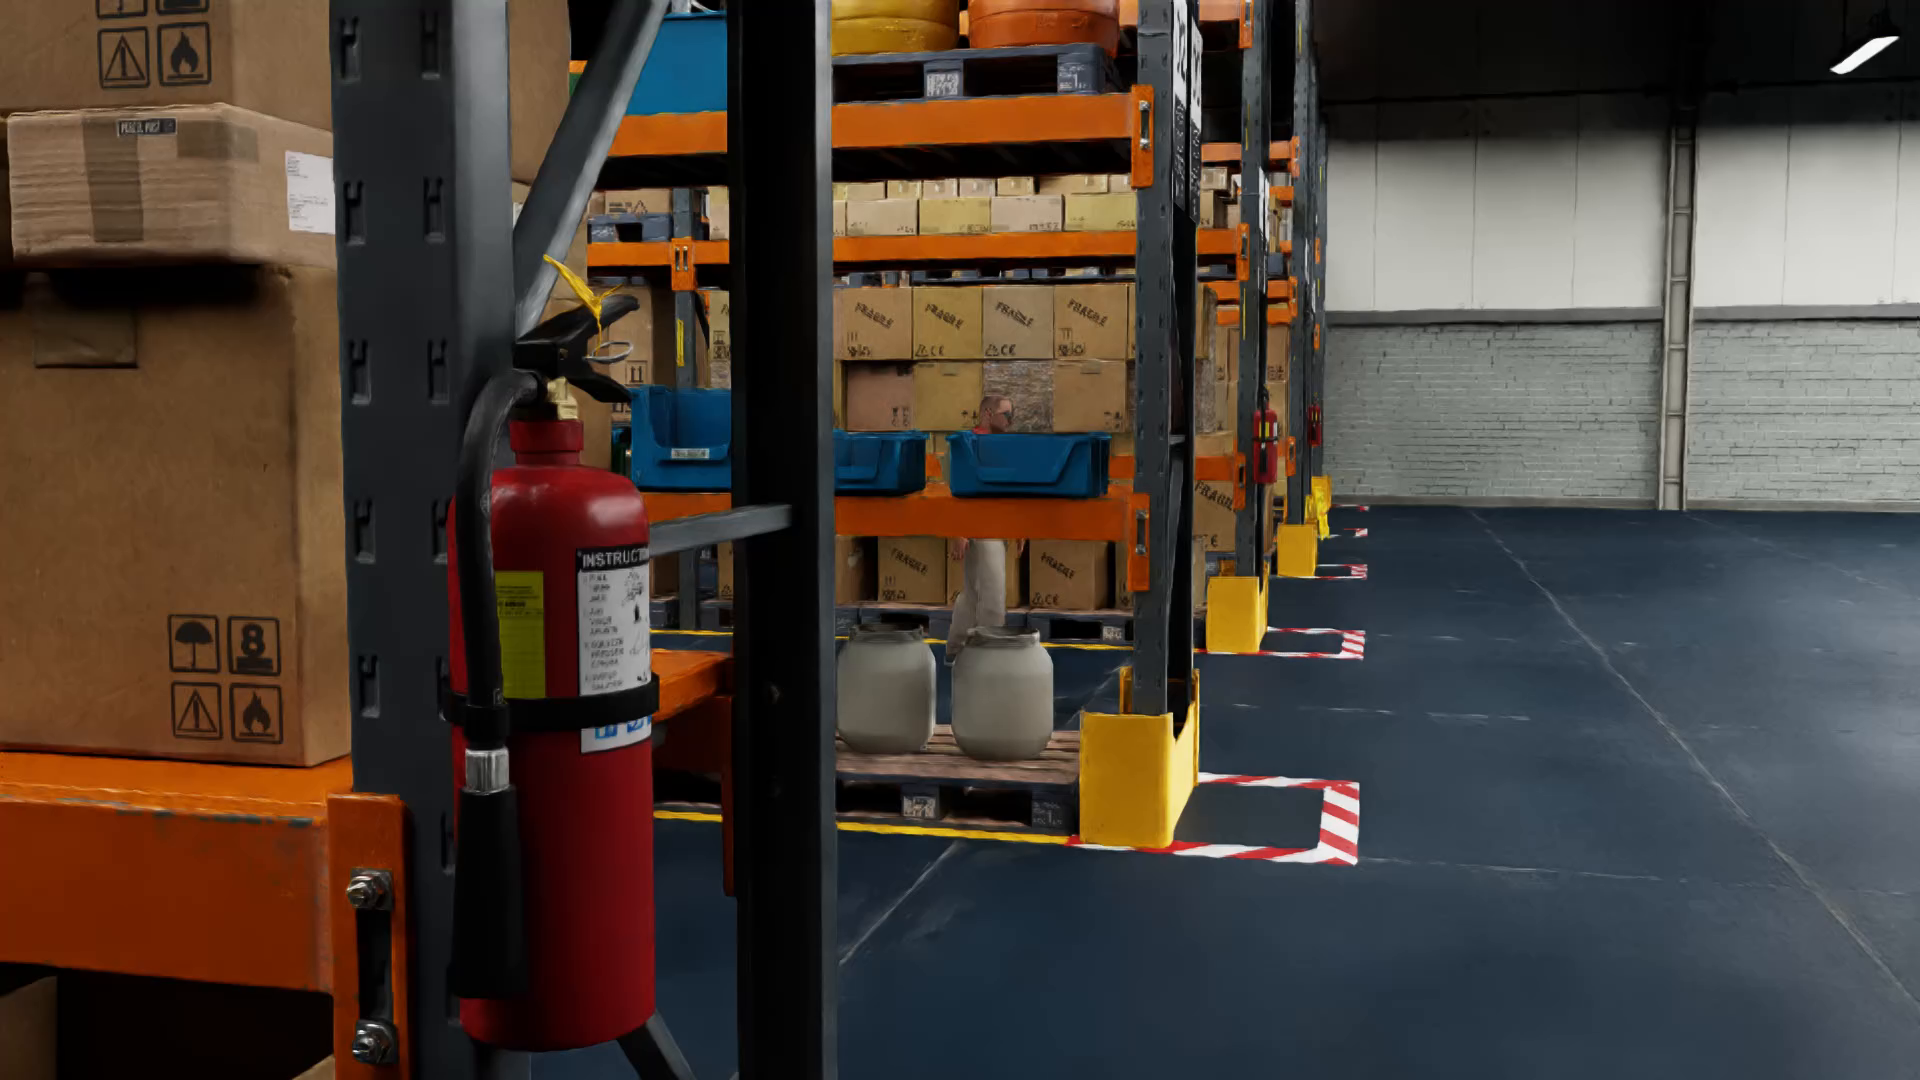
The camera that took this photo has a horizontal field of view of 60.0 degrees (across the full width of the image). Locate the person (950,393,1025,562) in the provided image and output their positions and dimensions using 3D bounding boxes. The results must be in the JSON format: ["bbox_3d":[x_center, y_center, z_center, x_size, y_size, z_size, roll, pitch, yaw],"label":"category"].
[{"bbox_3d":[0.197,-0.380,10.008,0.366,1.004,0.564,2,5,21],"label":"person"}]
